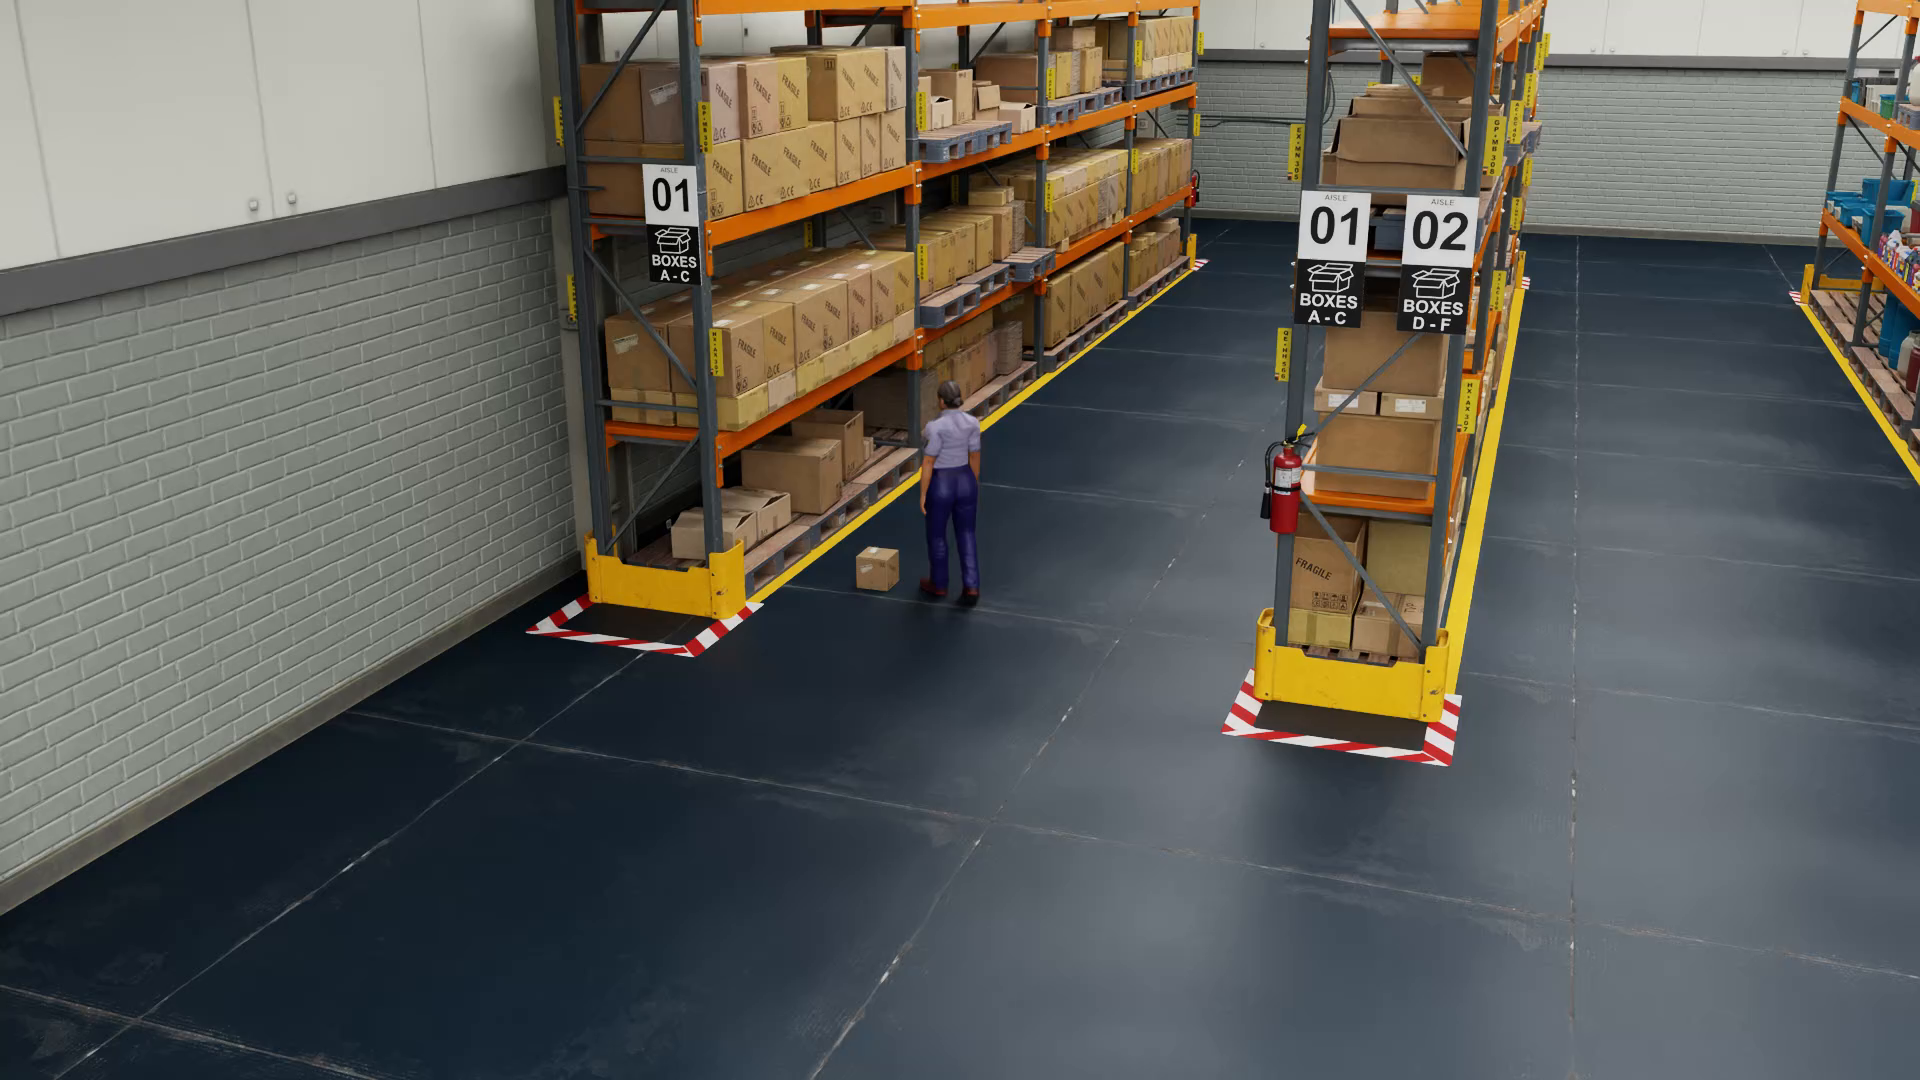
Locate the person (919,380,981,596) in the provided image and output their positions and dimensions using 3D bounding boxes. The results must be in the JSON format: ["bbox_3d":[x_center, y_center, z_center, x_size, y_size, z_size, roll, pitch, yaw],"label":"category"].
[{"bbox_3d":[-0.097,-0.368,12.139,0.494,1.642,0.577,-10,21,-28],"label":"person"}]
